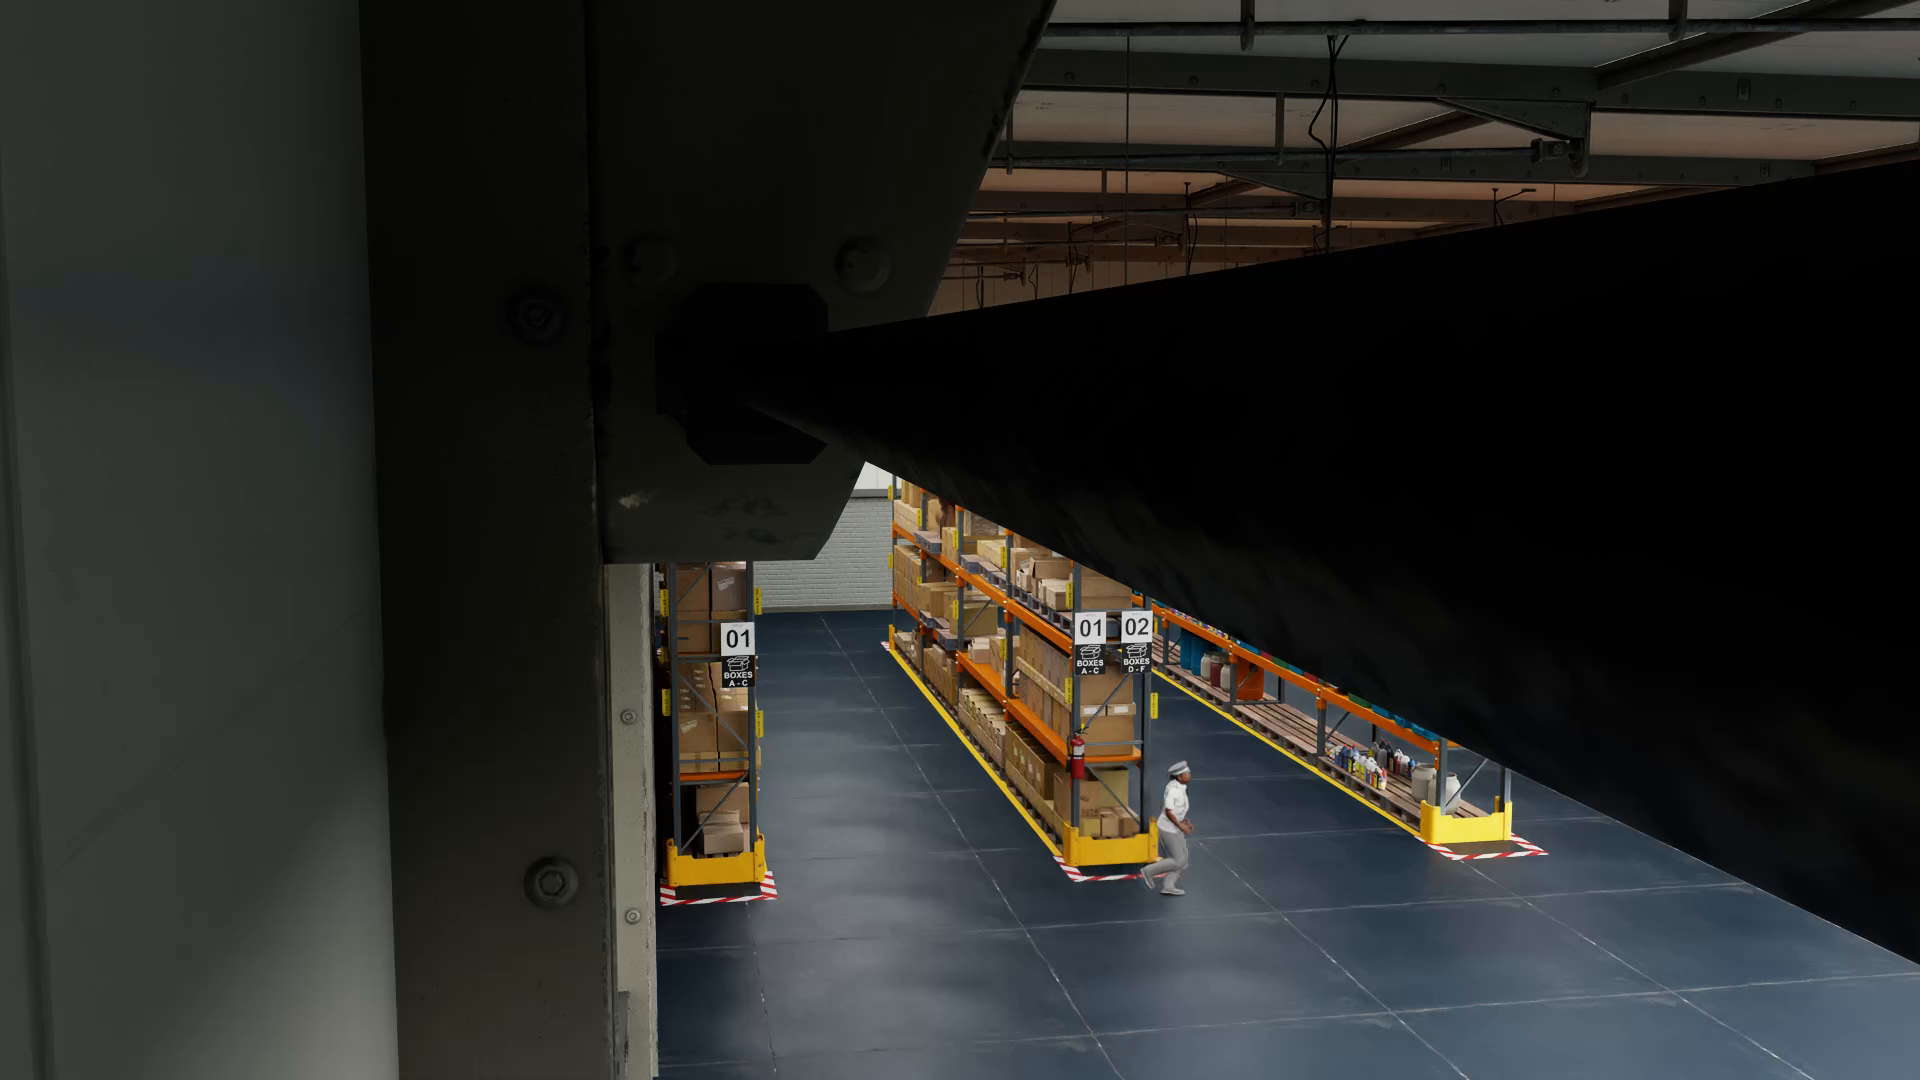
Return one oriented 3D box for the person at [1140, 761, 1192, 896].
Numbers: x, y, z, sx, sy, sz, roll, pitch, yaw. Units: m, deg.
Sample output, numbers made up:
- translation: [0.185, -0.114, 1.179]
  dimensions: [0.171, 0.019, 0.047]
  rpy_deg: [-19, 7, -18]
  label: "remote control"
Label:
- translation: [2.447, 3.409, 19.691]
  dimensions: [0.600, 1.627, 0.574]
  rpy_deg: [1, 6, 9]
  label: "person"
